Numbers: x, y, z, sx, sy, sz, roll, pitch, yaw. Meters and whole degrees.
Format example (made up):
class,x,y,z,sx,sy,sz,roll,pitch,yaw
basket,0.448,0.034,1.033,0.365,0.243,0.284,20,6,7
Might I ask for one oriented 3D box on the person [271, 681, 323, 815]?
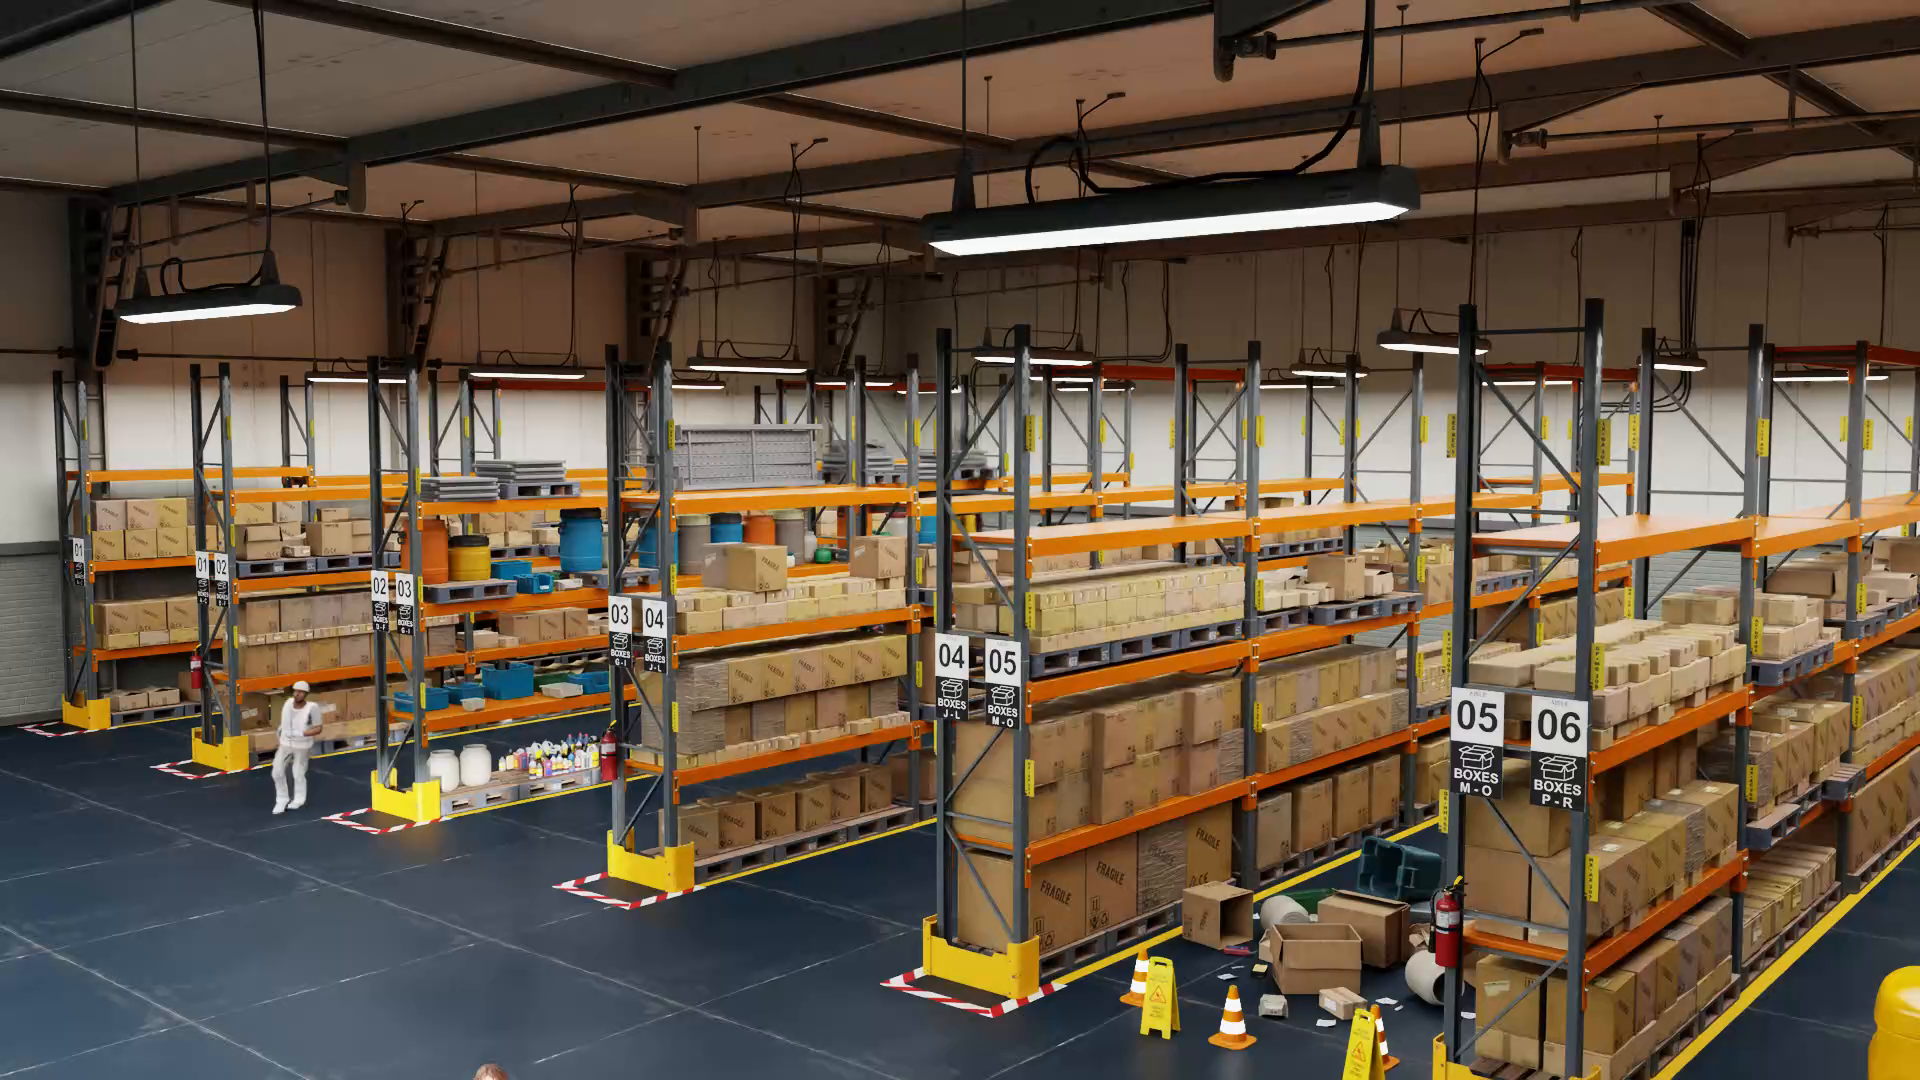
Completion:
class,x,y,z,sx,sy,sz,roll,pitch,yaw
person,-8.672,2.723,21.822,0.702,1.789,0.661,0,4,4

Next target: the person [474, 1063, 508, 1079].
class,x,y,z,sx,sy,sz,roll,pitch,yaw
person,-2.625,3.699,9.328,0.508,1.602,0.833,-1,4,-17
